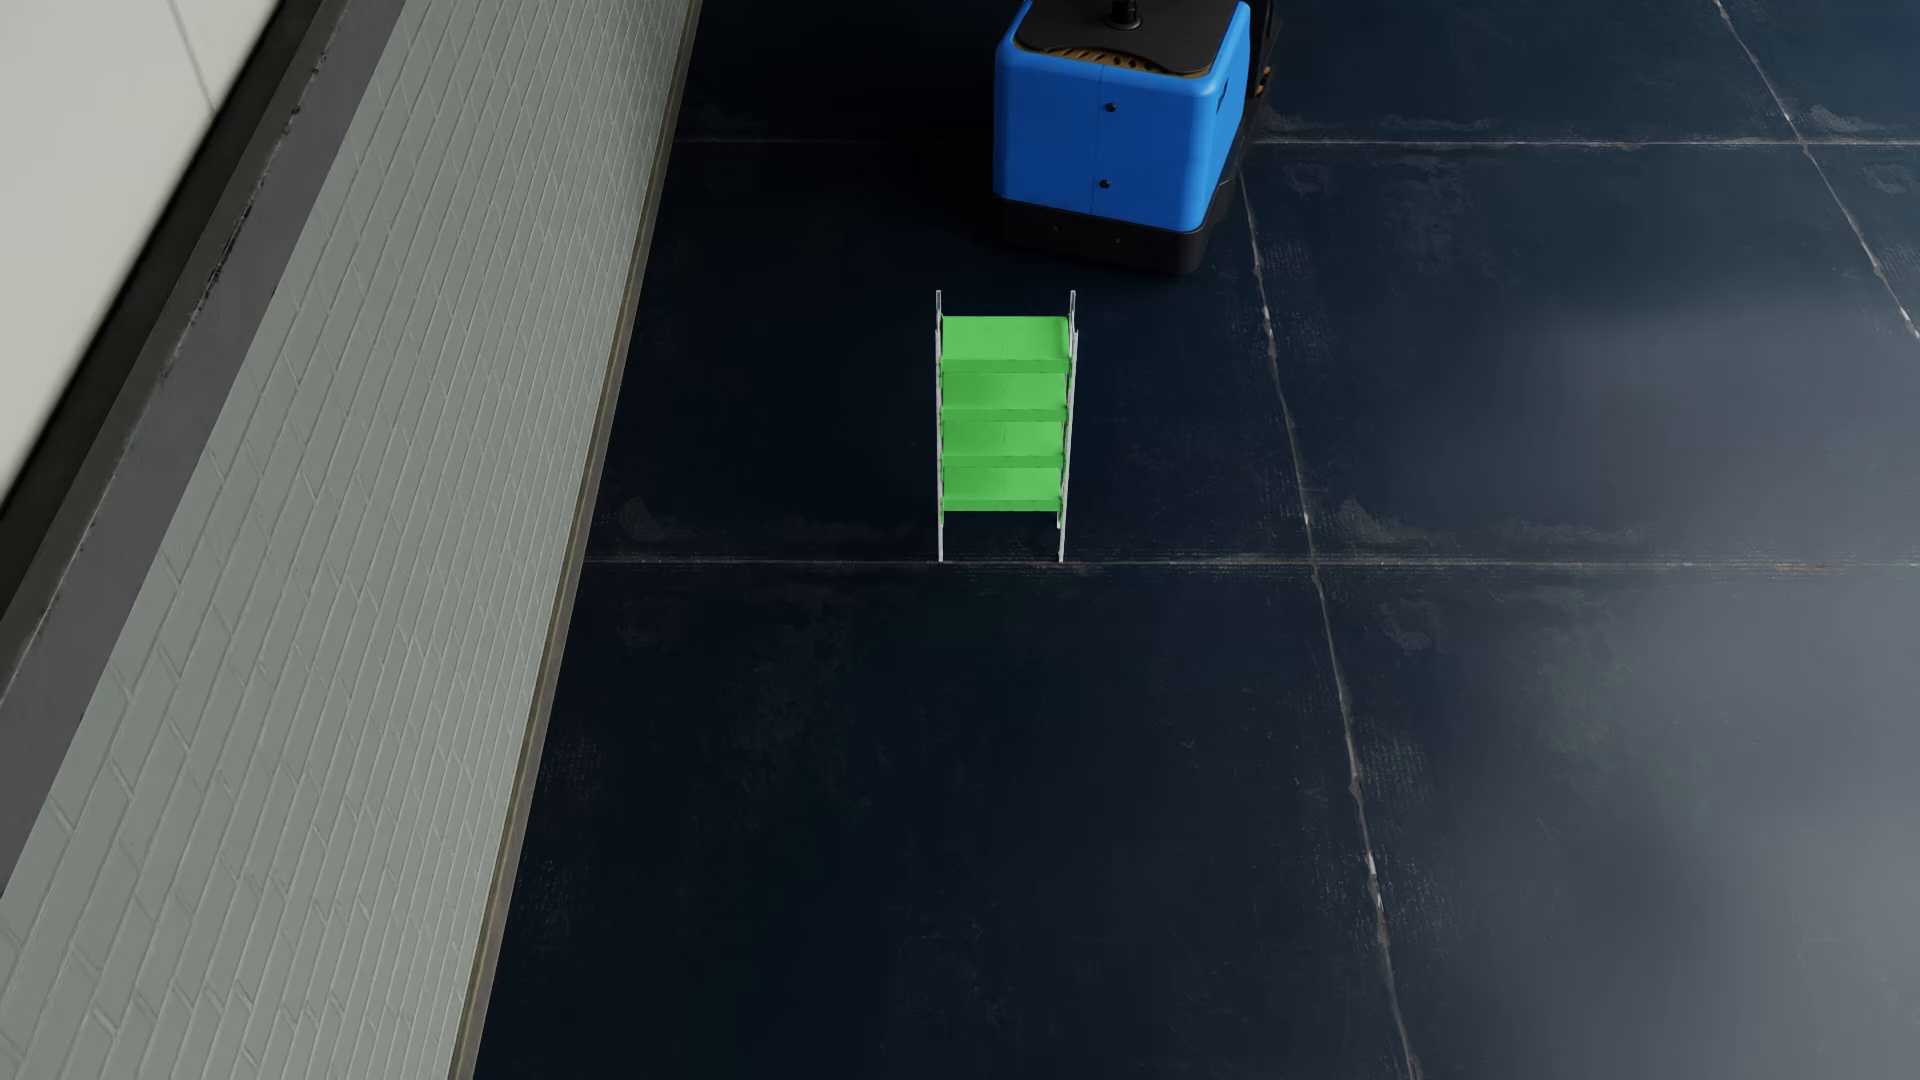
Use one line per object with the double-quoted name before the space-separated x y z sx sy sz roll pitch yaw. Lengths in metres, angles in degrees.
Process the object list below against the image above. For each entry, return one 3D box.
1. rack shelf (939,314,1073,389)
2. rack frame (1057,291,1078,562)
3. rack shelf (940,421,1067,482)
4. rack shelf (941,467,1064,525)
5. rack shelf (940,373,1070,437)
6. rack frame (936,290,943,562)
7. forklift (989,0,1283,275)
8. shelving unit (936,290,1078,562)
"rack shelf" 0.166 -0.692 6.087 0.480 0.148 0.258 0 47 0
"rack frame" 0.410 -0.408 6.391 0.015 1.200 0.240 0 47 0
"rack shelf" 0.166 -0.365 6.438 0.480 0.148 0.258 0 47 0
"rack shelf" 0.166 -0.201 6.614 0.480 0.148 0.258 0 47 0
"rack shelf" 0.166 -0.528 6.262 0.480 0.148 0.258 0 47 0
"rack frame" -0.078 -0.409 6.392 0.015 1.200 0.240 0 47 0
"forklift" 1.080 -3.363 7.958 1.130 2.935 3.031 13 48 12
"shelving unit" 0.166 -0.408 6.391 0.503 1.200 0.258 0 47 0
